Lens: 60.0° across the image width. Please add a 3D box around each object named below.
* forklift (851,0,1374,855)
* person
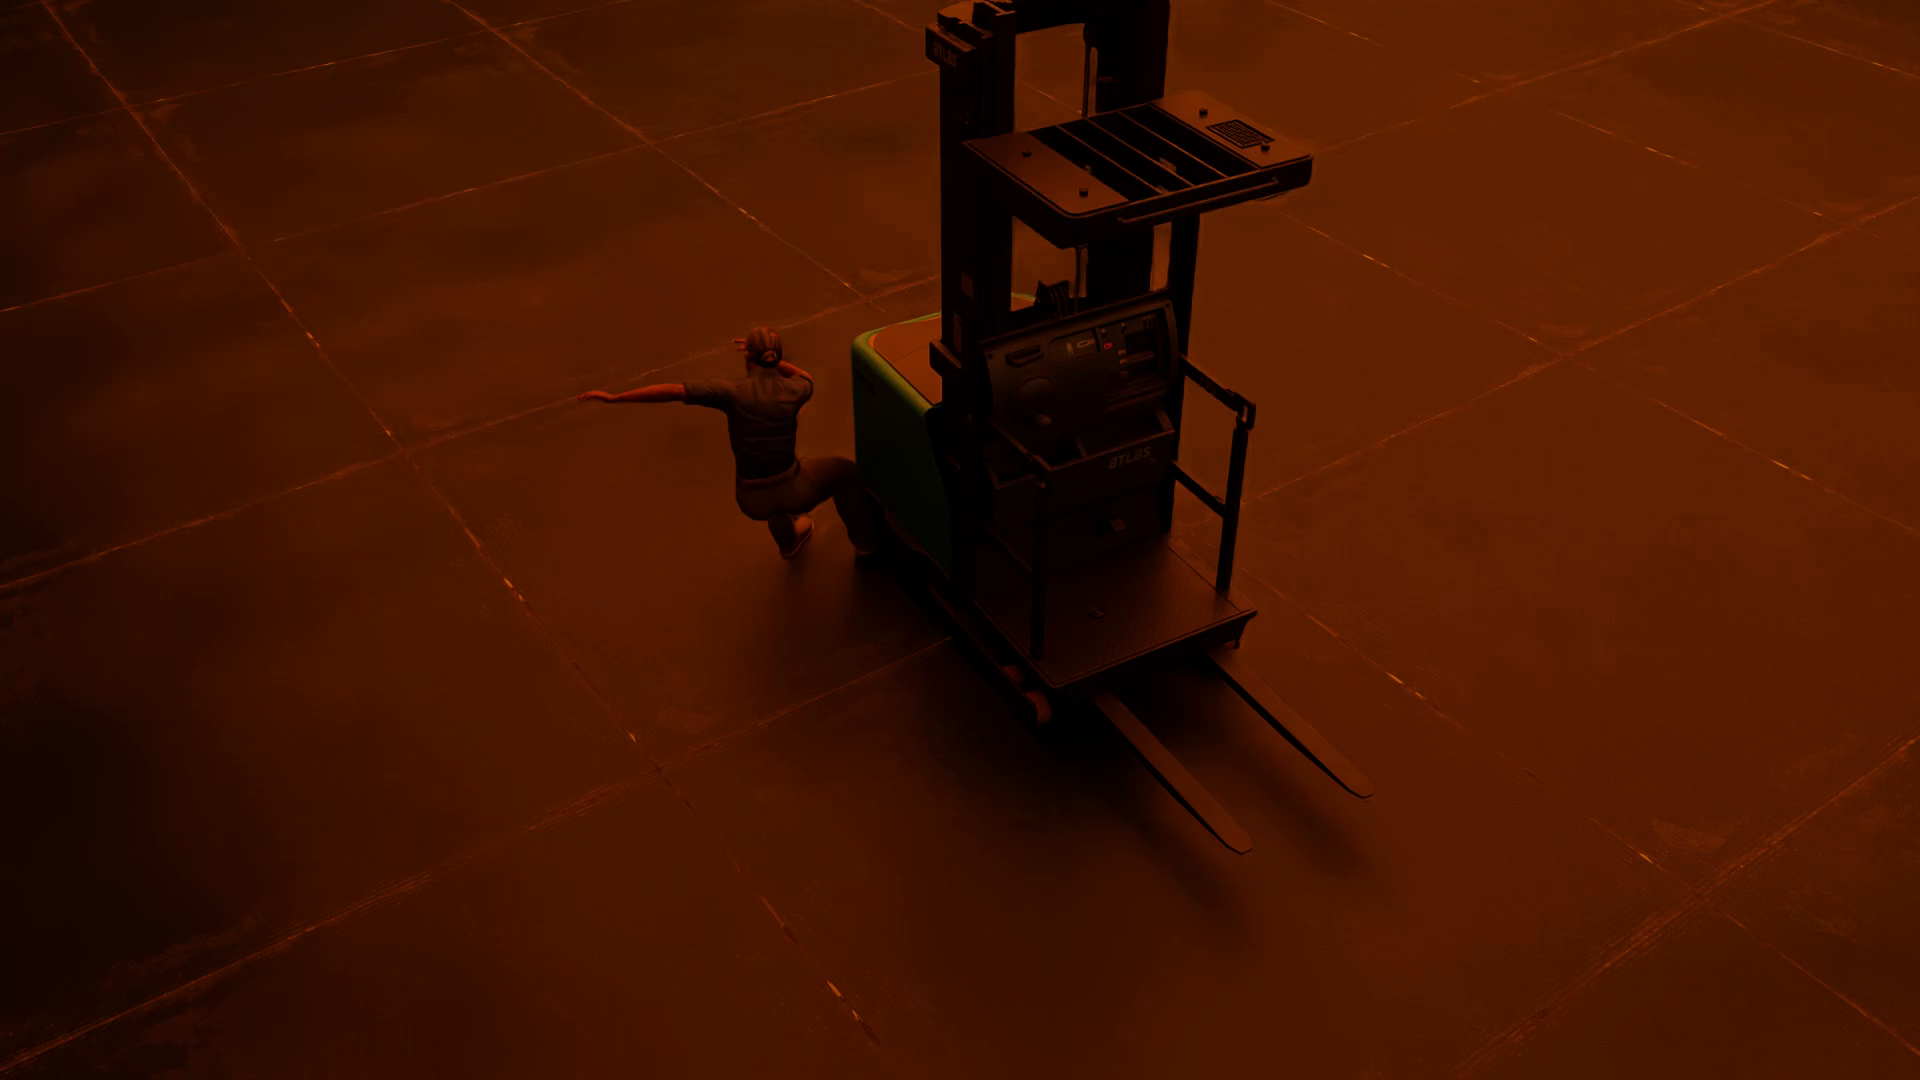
[{"bbox_3d":[0.626,-0.671,6.852,1.130,2.935,3.031,-19,40,-23],"label":"forklift"},{"bbox_3d":[-1.007,-0.376,7.820,1.410,1.346,0.681,-5,37,-7],"label":"person"}]
